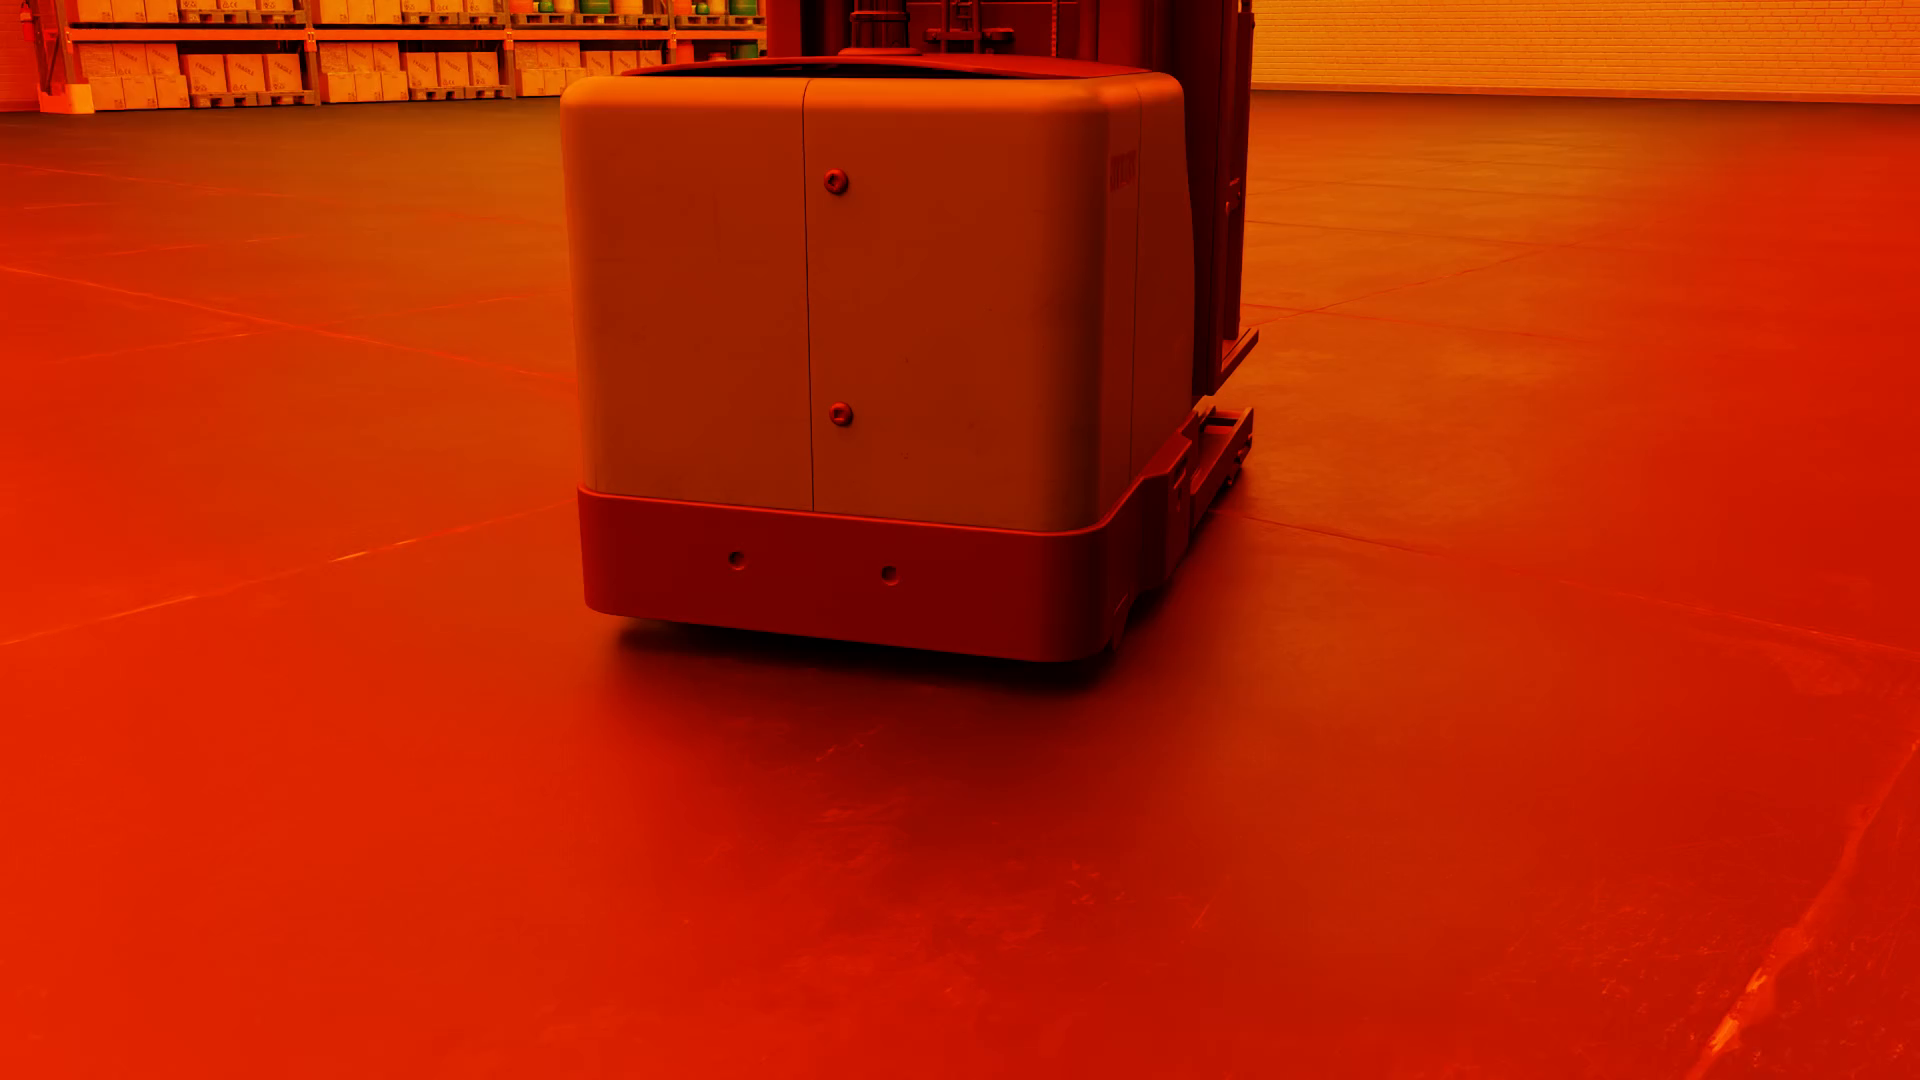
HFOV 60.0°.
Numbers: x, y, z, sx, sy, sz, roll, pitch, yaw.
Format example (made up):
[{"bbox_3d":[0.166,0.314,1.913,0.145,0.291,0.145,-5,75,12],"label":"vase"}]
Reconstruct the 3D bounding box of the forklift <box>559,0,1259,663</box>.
[{"bbox_3d":[0.182,-1.571,4.072,1.130,2.935,3.031,5,18,17],"label":"forklift"}]
